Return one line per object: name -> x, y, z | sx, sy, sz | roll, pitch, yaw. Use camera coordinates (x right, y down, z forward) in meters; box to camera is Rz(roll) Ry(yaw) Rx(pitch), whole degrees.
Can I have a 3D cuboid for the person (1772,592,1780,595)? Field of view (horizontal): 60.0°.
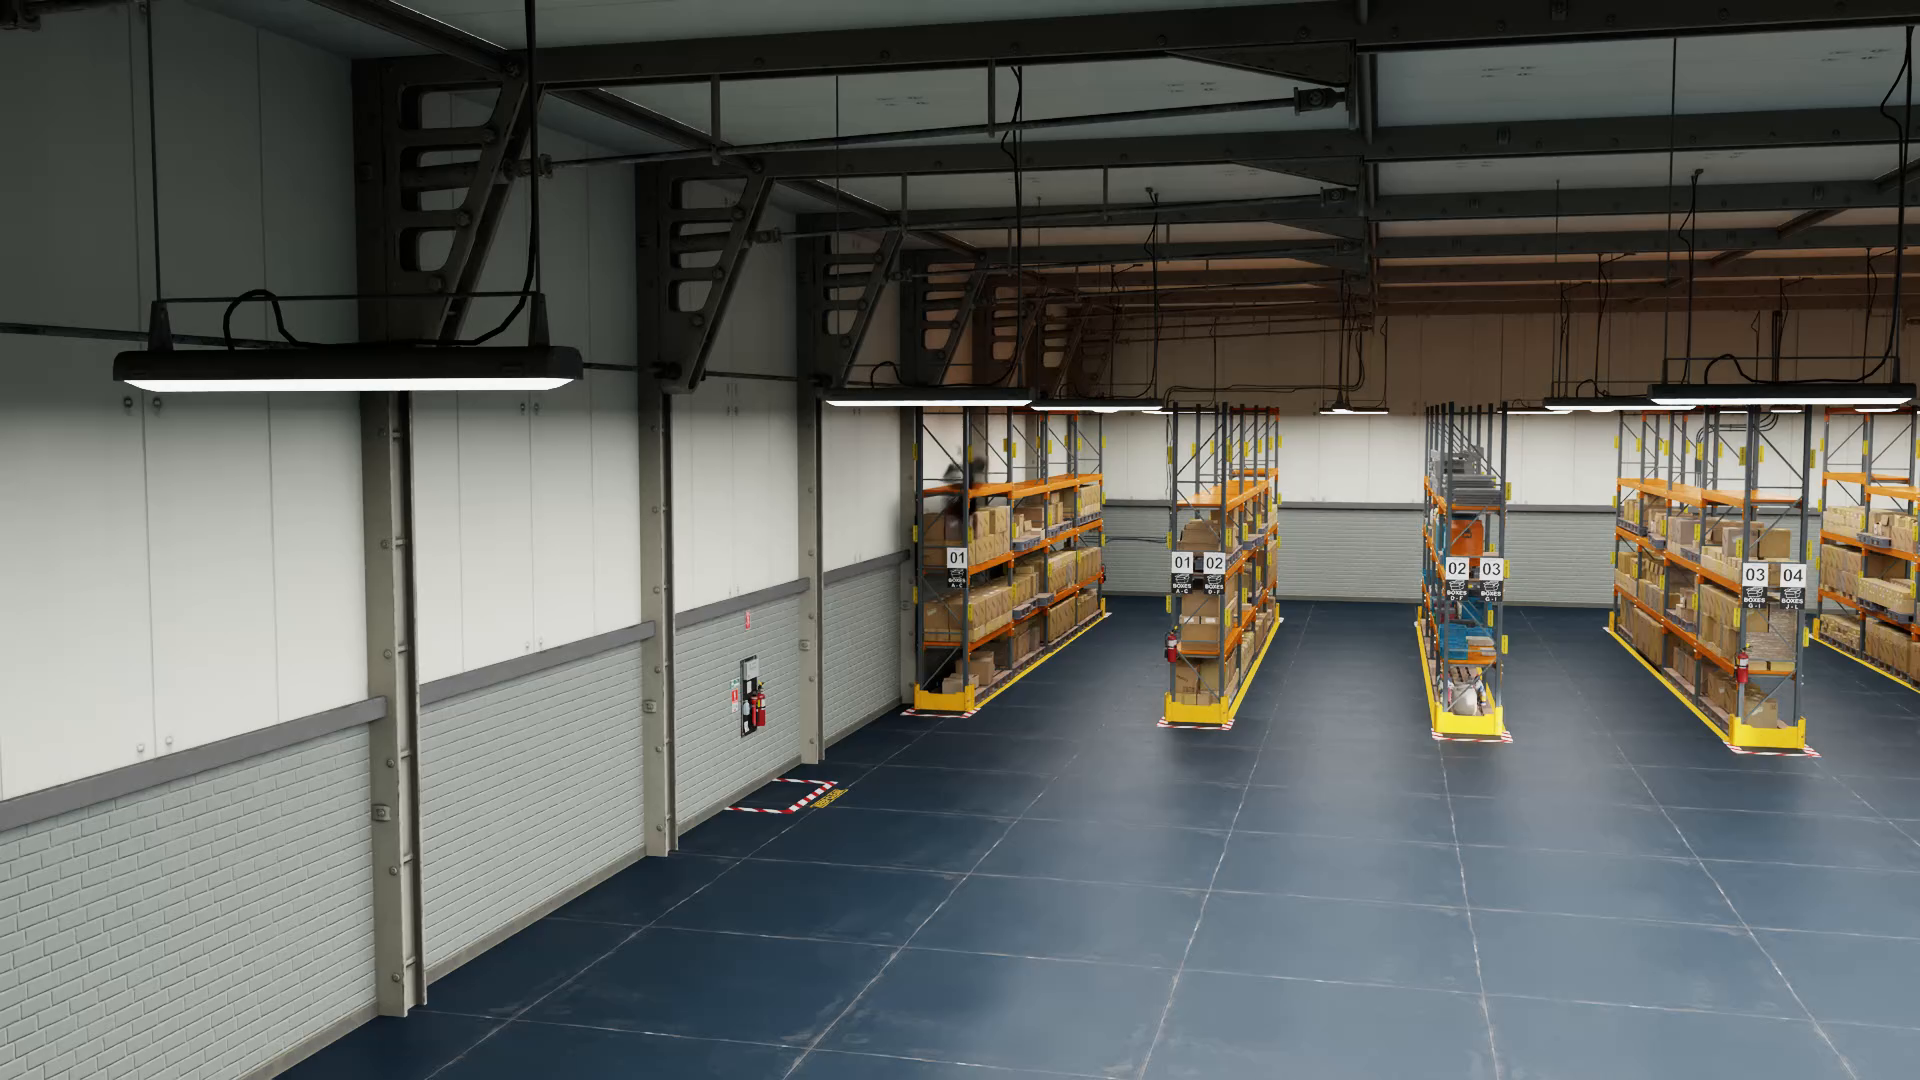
person -> 21.452, 1.699, 43.908 | 0.757, 1.630, 0.647 | -2, 5, -25
